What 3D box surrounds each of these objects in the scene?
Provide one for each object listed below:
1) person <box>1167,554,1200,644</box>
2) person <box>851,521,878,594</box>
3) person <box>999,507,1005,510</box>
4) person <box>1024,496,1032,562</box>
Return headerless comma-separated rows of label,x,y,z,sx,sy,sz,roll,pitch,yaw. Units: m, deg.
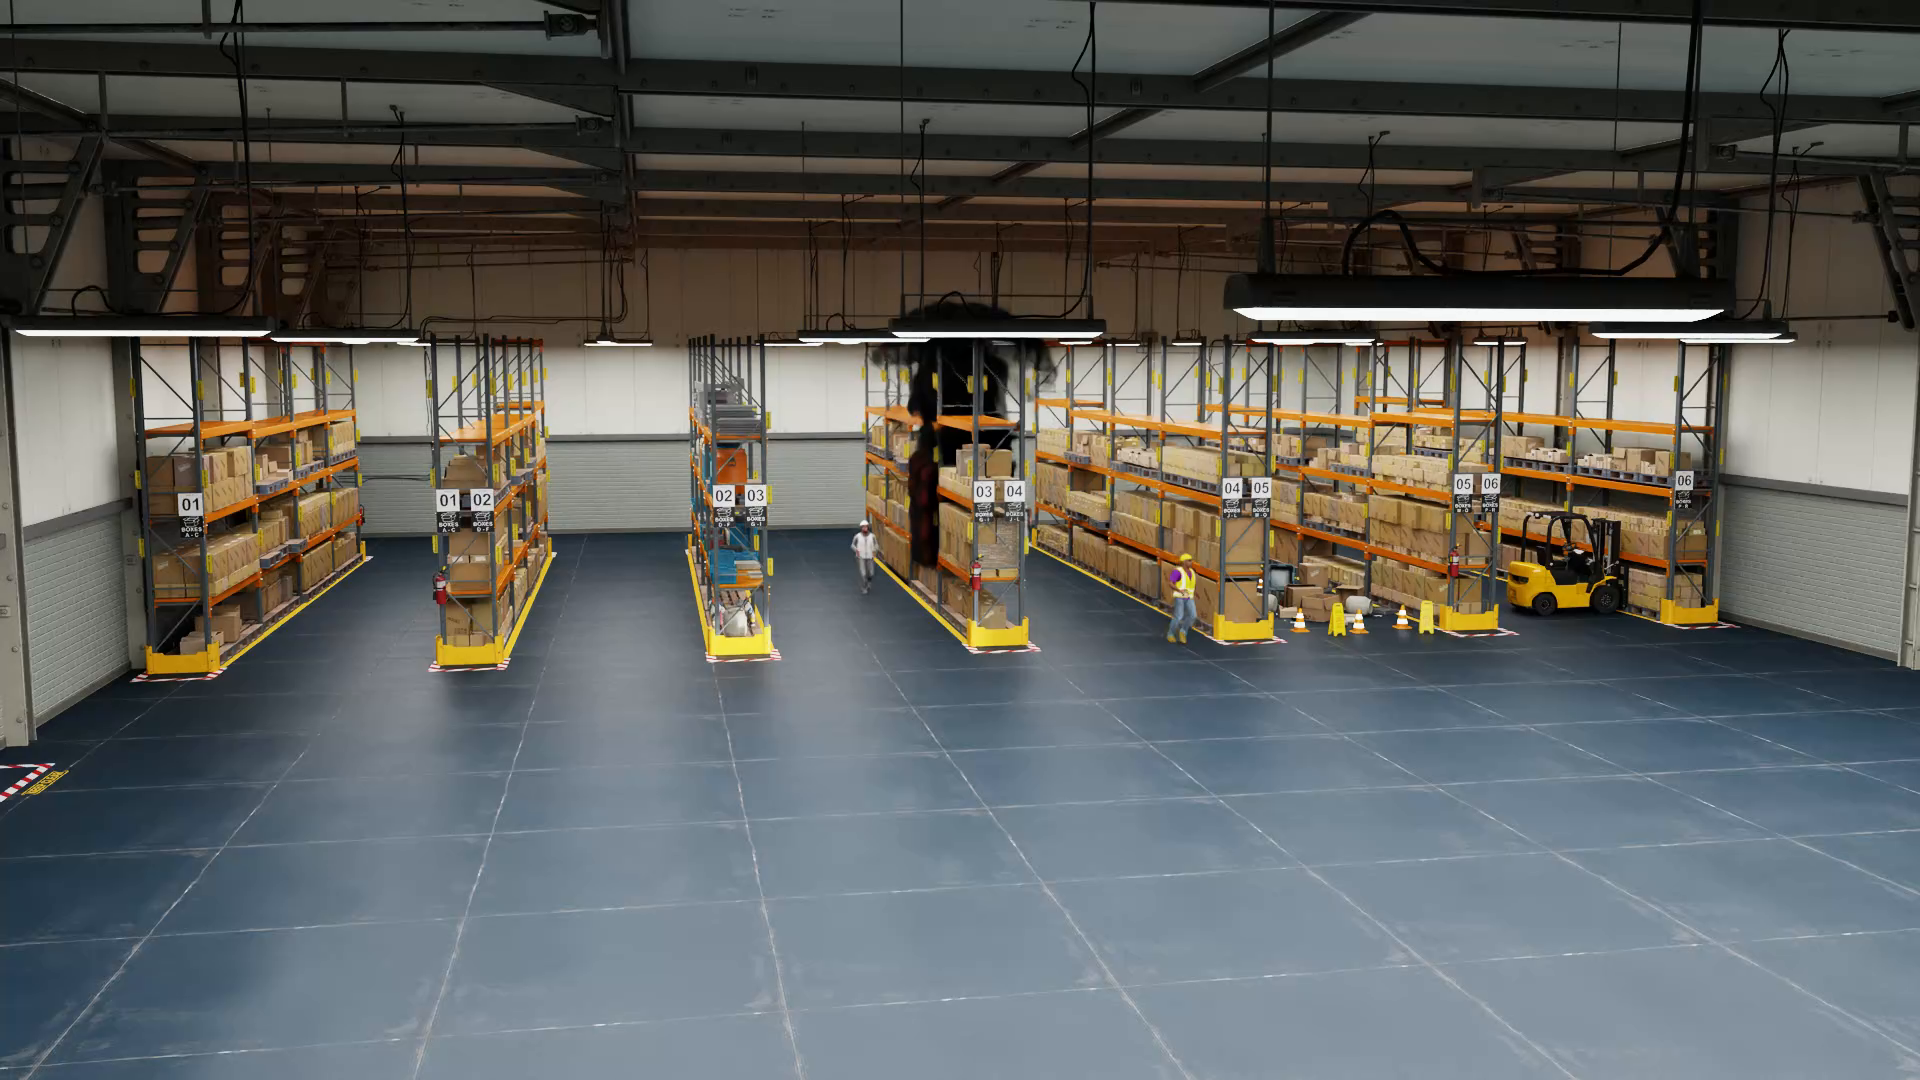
person,4.403,1.147,32.496,0.776,1.754,0.605,-4,8,-32
person,-2.222,0.405,38.972,0.656,1.722,0.606,-1,7,-10
person,0.964,-0.729,48.963,0.854,1.688,0.632,3,7,26
person,1.650,-0.322,45.261,0.687,1.833,0.879,-1,7,-12
